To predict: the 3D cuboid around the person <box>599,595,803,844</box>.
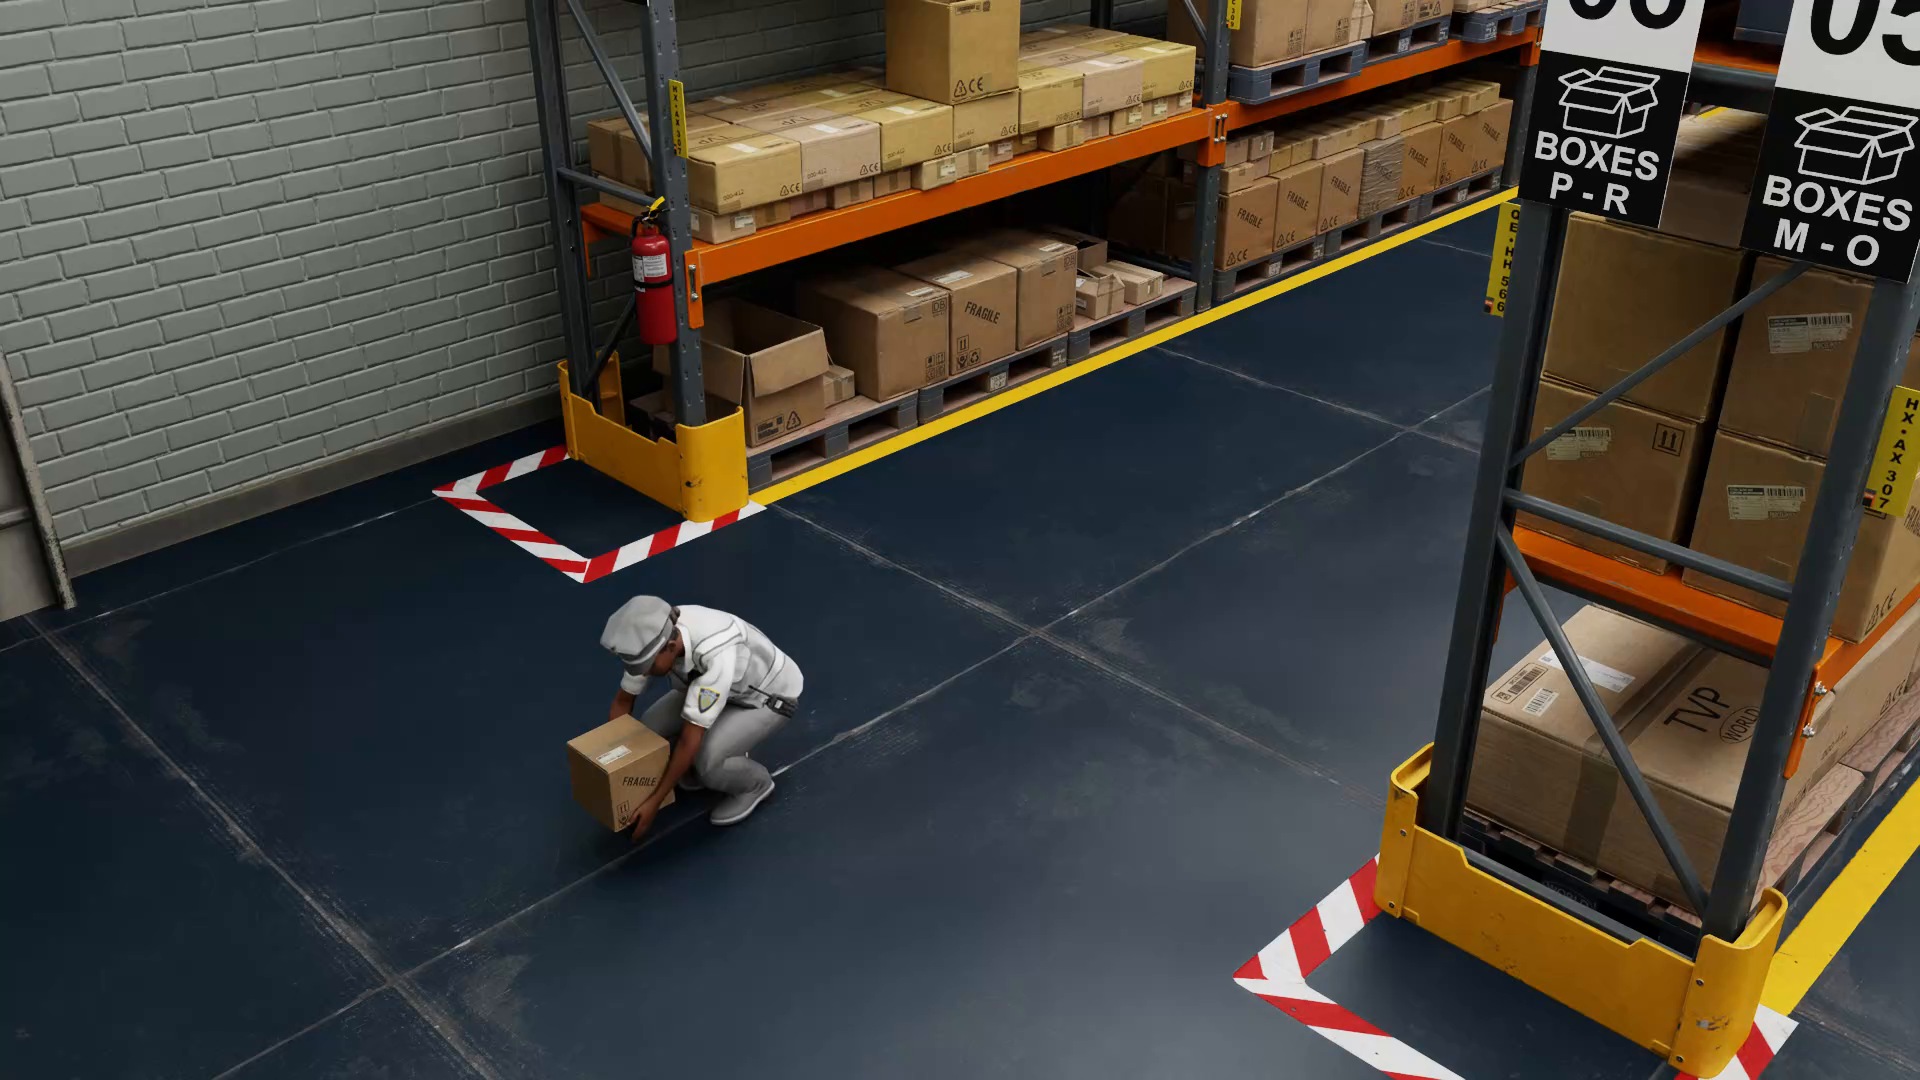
[{"bbox_3d":[-0.936,0.552,5.849,0.485,0.961,0.839,24,36,38],"label":"person"}]
